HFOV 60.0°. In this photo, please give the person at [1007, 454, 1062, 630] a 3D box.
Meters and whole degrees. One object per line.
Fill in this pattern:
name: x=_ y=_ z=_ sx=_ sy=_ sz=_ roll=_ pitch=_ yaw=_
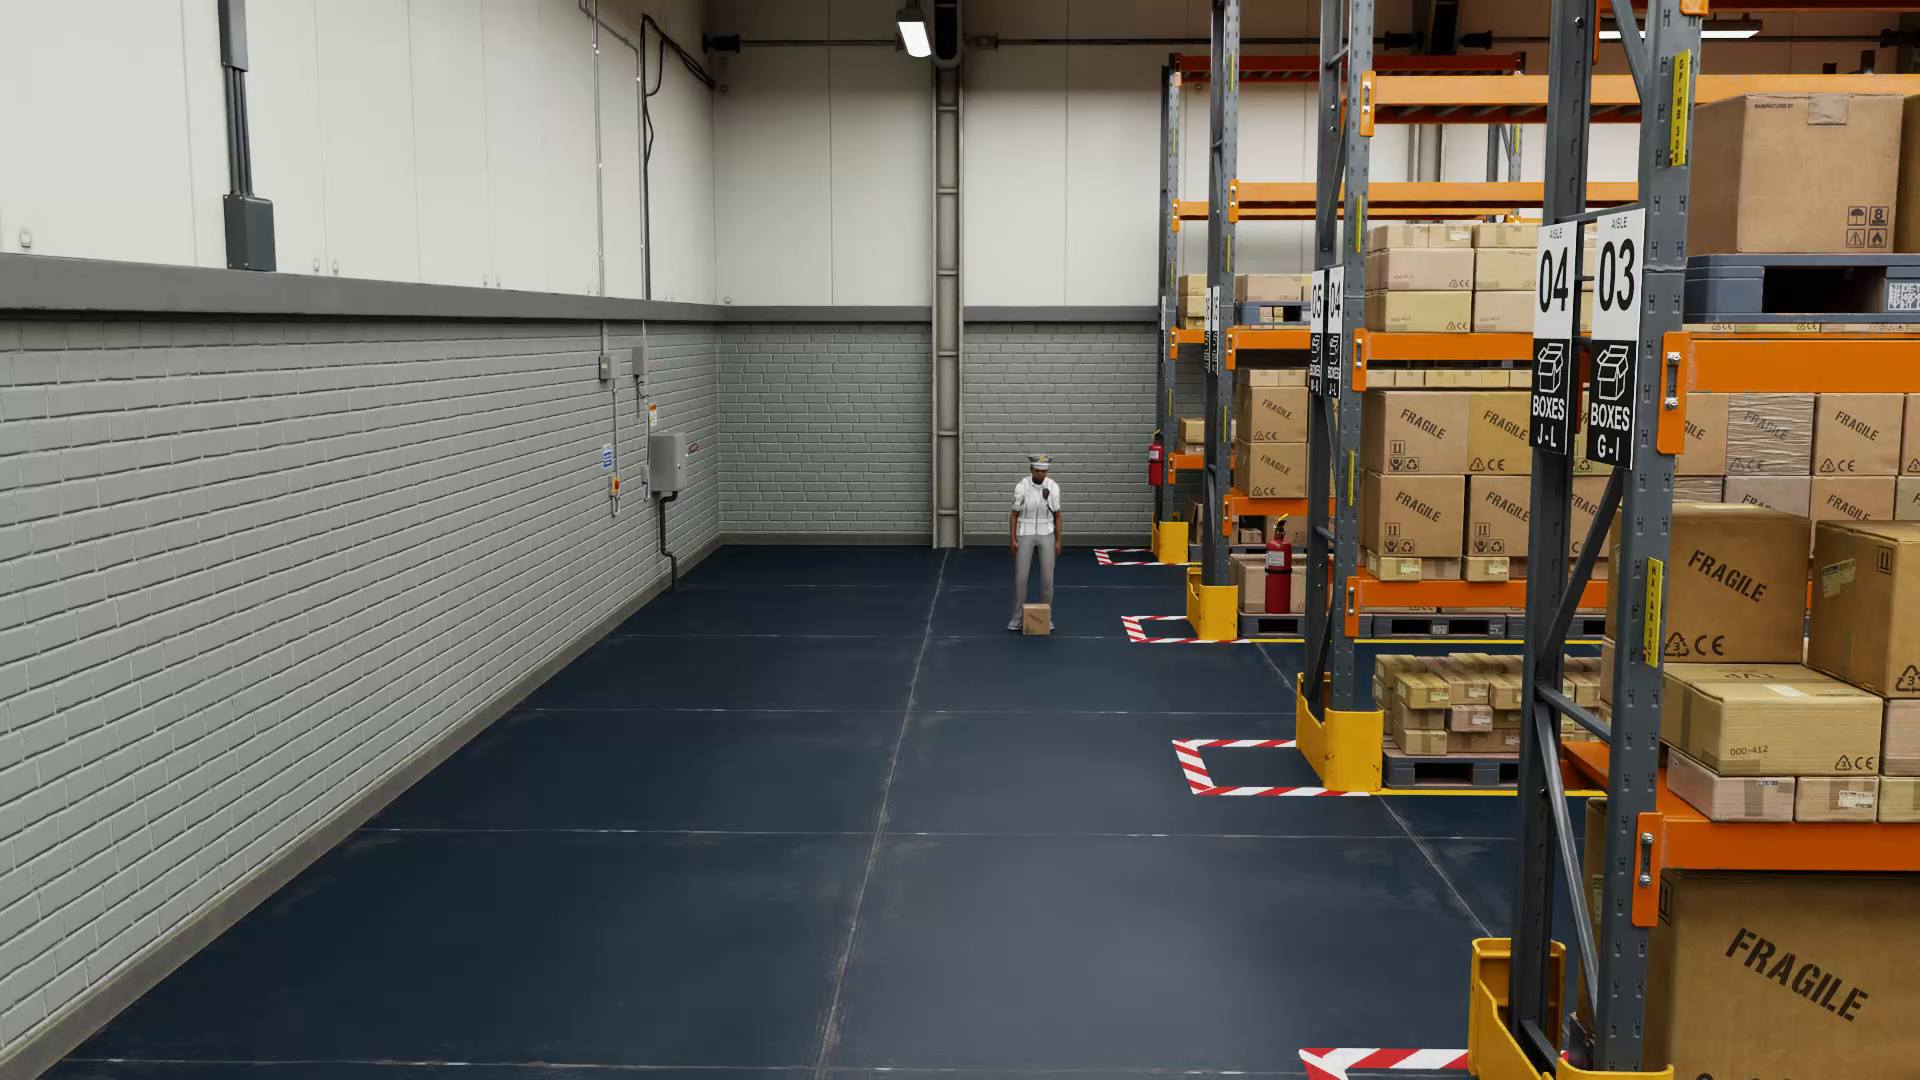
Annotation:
person: x=0.704 y=0.013 z=15.682 sx=0.522 sy=1.658 sz=0.395 roll=0 pitch=7 yaw=-2
